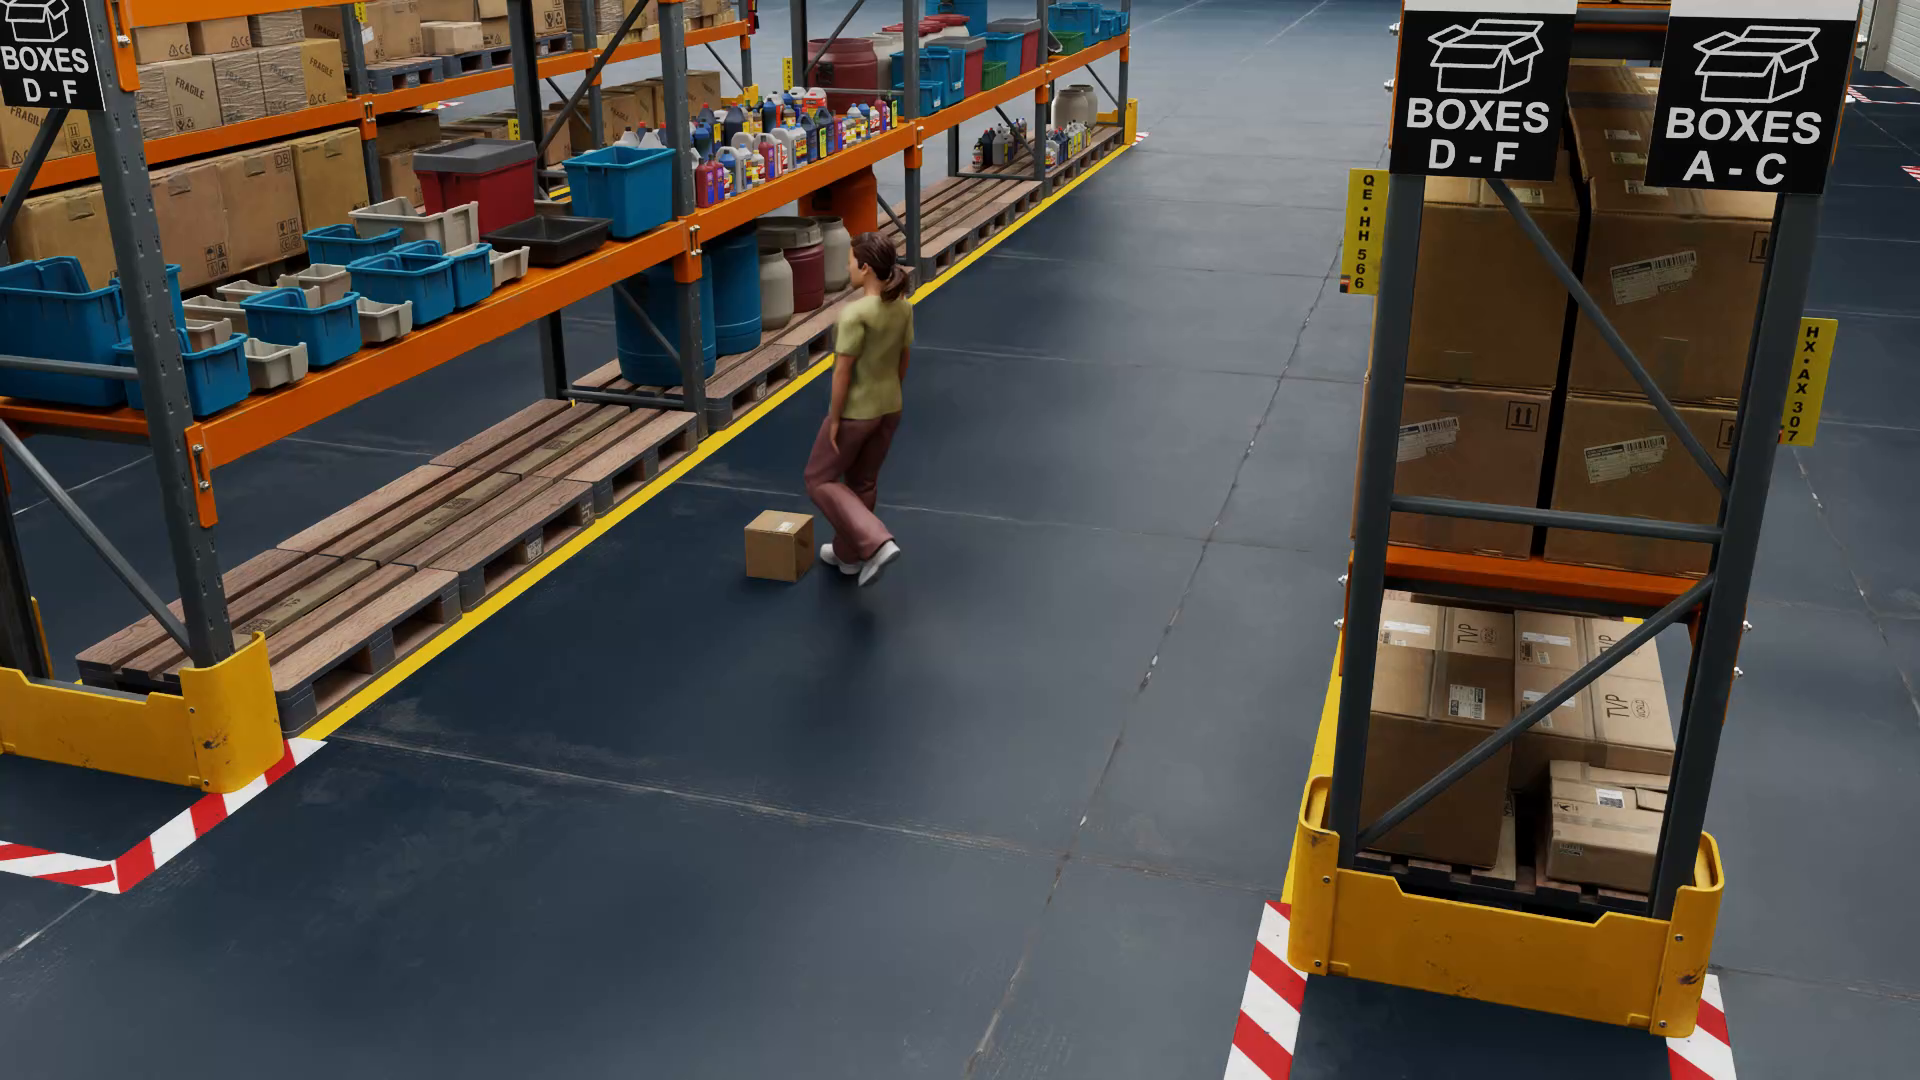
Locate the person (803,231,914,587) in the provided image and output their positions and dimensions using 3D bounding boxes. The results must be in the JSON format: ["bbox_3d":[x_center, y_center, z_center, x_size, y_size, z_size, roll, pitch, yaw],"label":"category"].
[{"bbox_3d":[-0.468,-0.585,7.533,0.690,1.654,0.491,19,29,39],"label":"person"}]
